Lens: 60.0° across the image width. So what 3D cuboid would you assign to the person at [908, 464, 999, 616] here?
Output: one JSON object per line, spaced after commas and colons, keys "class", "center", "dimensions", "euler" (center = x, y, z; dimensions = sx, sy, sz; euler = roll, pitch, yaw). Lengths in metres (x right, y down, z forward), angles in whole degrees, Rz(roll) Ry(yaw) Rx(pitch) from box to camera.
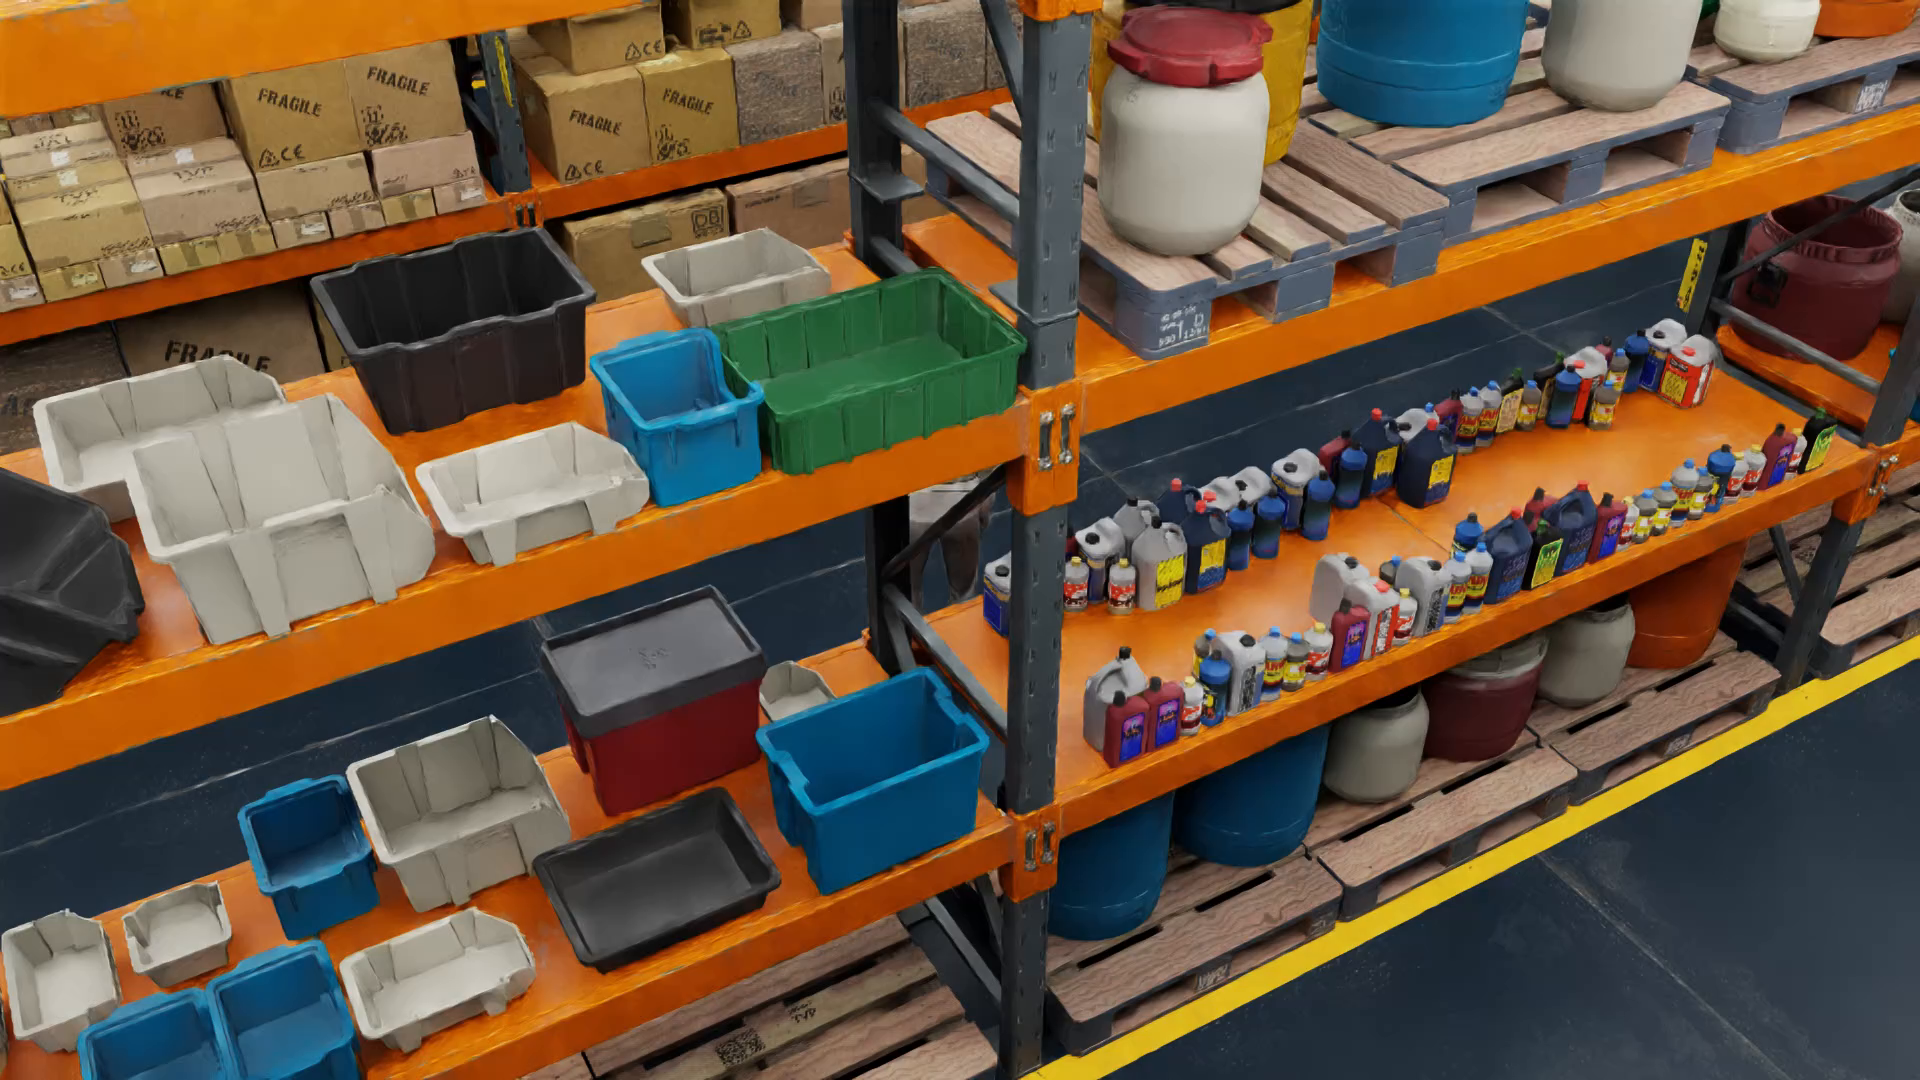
{"class": "person", "center": [-0.098, -0.106, 7.012], "dimensions": [0.589, 1.682, 0.369], "euler": [-3, 37, -4]}
